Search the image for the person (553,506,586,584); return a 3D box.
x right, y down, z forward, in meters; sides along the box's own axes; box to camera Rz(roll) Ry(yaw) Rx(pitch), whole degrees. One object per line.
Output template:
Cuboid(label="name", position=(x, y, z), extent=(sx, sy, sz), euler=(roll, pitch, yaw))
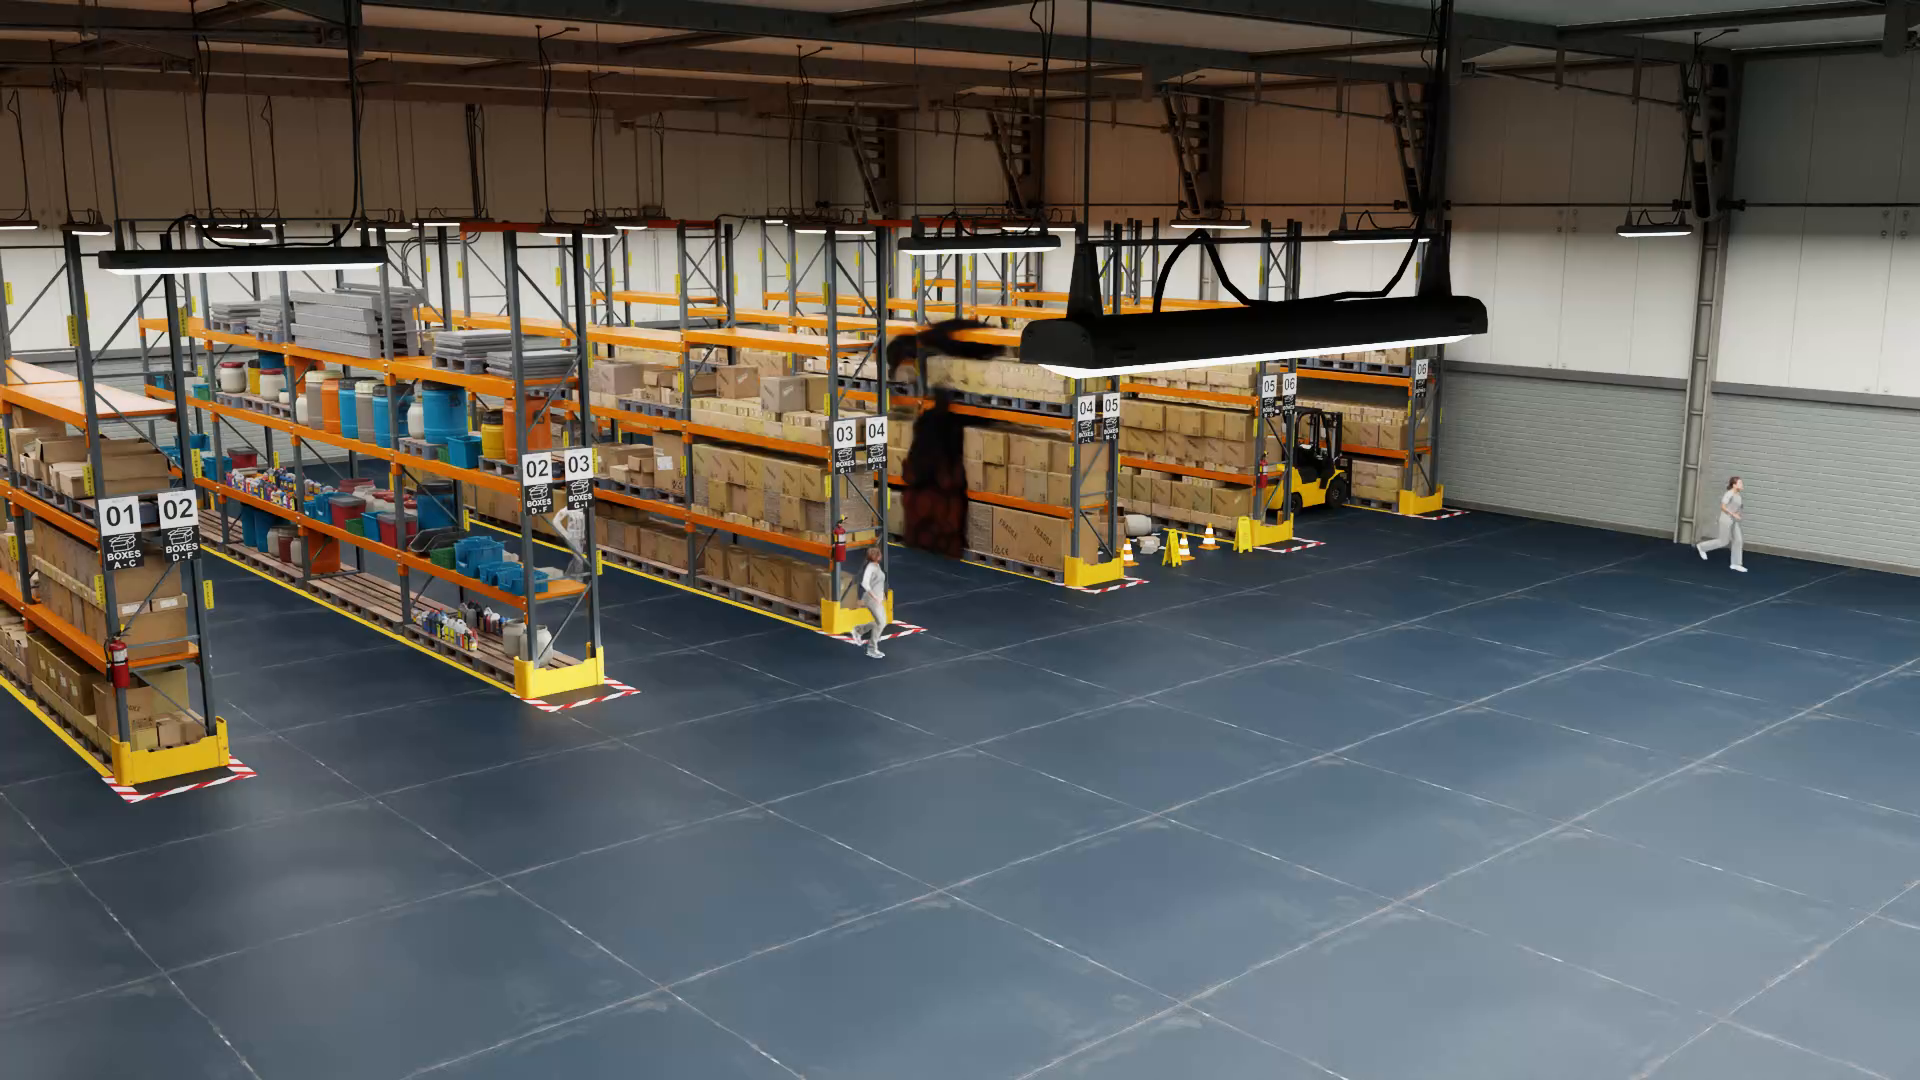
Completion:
Cuboid(label="person", position=(-6.352, 0.022, 27.529), extent=(0.754, 1.754, 0.593), euler=(8, 14, 35))

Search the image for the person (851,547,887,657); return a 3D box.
Cuboid(label="person", position=(-1.292, 0.871, 23.730), extent=(0.525, 1.552, 0.579), euler=(2, 12, 10))

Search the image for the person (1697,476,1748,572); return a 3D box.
Cuboid(label="person", position=(13.497, -0.313, 29.279), extent=(0.926, 1.660, 0.588), euler=(11, 16, 43))
